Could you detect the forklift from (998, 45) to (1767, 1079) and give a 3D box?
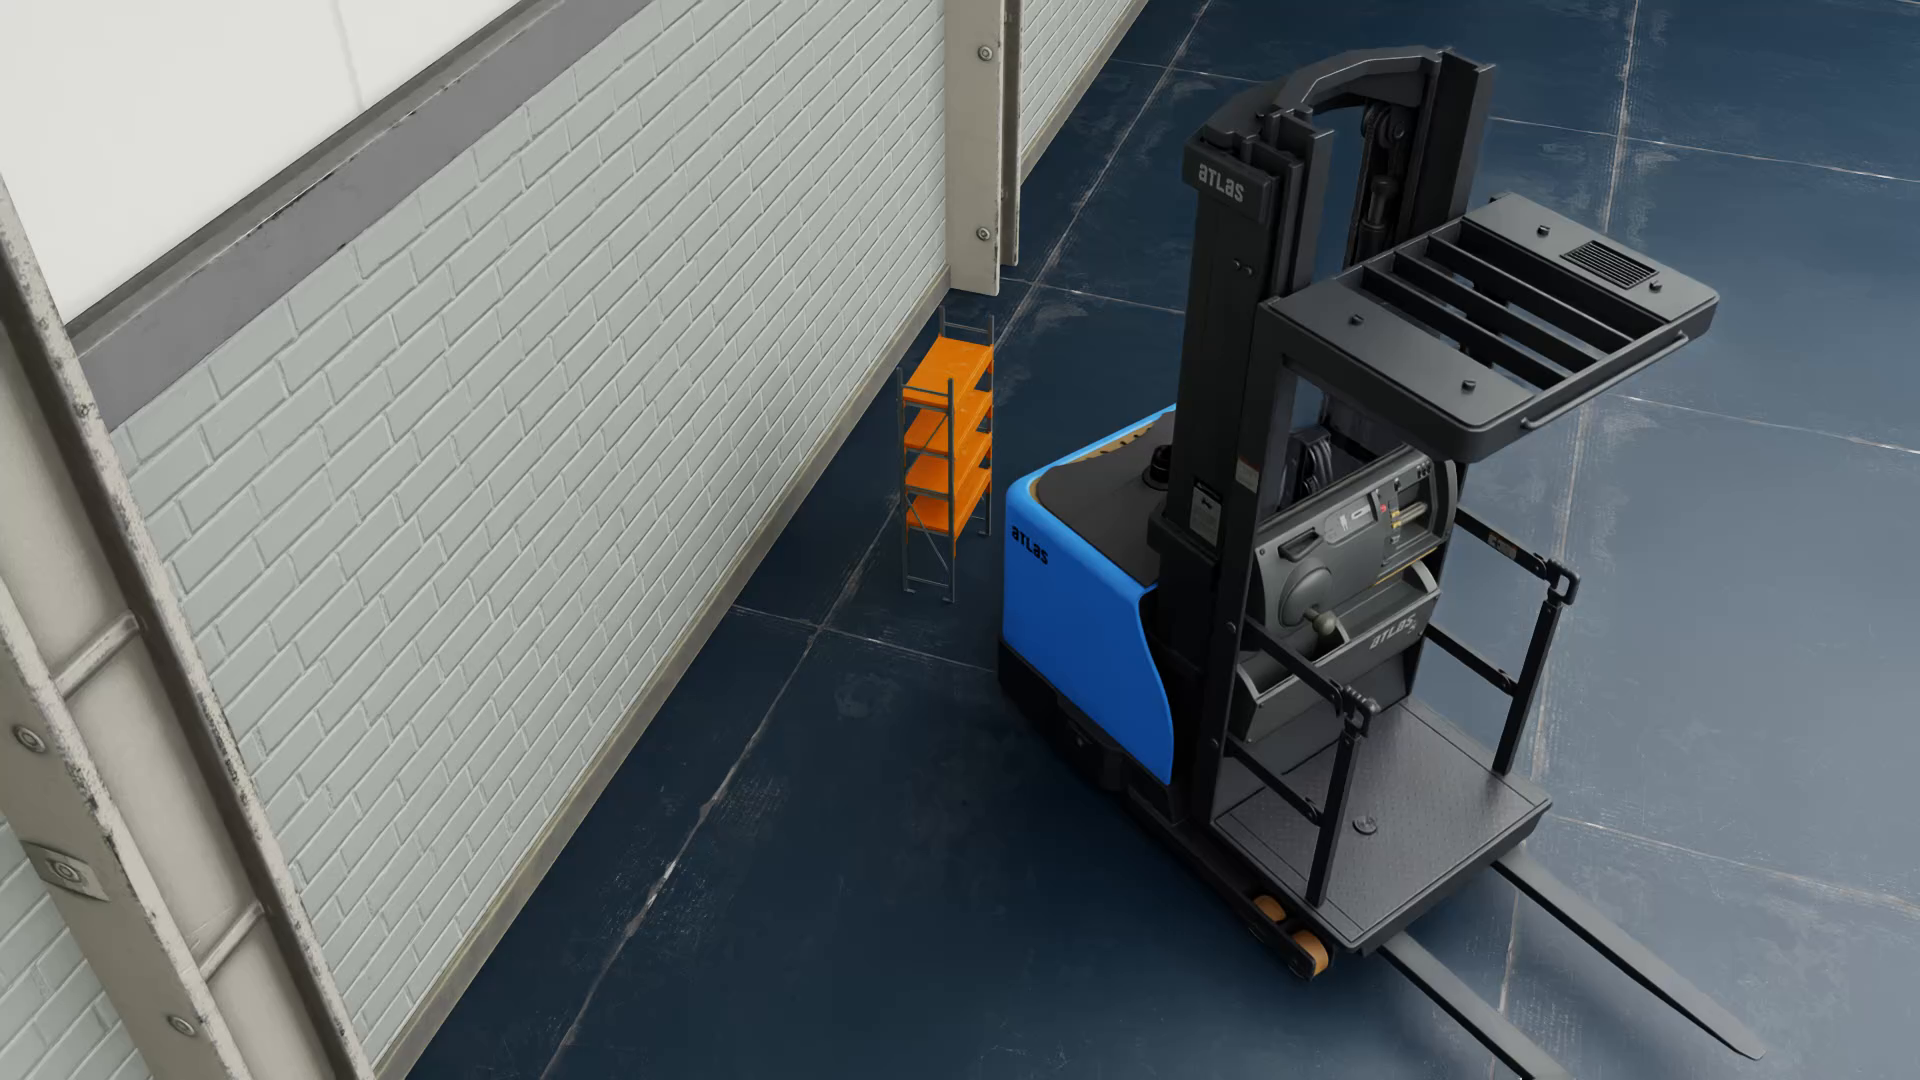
[{"bbox_3d":[1.447,0.066,5.368,1.130,2.935,3.031,-26,47,-27],"label":"forklift"}]

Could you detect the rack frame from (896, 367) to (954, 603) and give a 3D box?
[{"bbox_3d":[-0.140,-0.207,7.021,0.240,1.200,0.015,13,42,15],"label":"rack frame"}]

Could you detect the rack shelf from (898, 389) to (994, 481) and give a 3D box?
[{"bbox_3d":[-0.057,-0.474,7.094,0.258,0.148,0.480,13,42,15],"label":"rack shelf"}]

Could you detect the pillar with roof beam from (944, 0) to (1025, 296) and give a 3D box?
[{"bbox_3d":[4.170,-3.986,5.443,9.100,9.000,0.400,13,42,15],"label":"pillar with roof beam"}]

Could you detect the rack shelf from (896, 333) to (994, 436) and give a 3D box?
[{"bbox_3d":[-0.057,-0.654,6.941,0.258,0.148,0.480,13,42,15],"label":"rack shelf"}]

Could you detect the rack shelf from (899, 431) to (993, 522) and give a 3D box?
[{"bbox_3d":[-0.057,-0.304,7.240,0.258,0.148,0.480,13,42,15],"label":"rack shelf"}]

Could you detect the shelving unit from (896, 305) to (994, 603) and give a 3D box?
[{"bbox_3d":[-0.057,-0.355,7.196,0.258,1.200,0.503,13,42,15],"label":"shelving unit"}]

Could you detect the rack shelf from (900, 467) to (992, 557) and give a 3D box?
[{"bbox_3d":[-0.057,-0.153,7.368,0.258,0.148,0.480,13,42,15],"label":"rack shelf"}]

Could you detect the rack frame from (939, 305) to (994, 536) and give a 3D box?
[{"bbox_3d":[0.027,-0.504,7.370,0.240,1.200,0.015,13,42,15],"label":"rack frame"}]
